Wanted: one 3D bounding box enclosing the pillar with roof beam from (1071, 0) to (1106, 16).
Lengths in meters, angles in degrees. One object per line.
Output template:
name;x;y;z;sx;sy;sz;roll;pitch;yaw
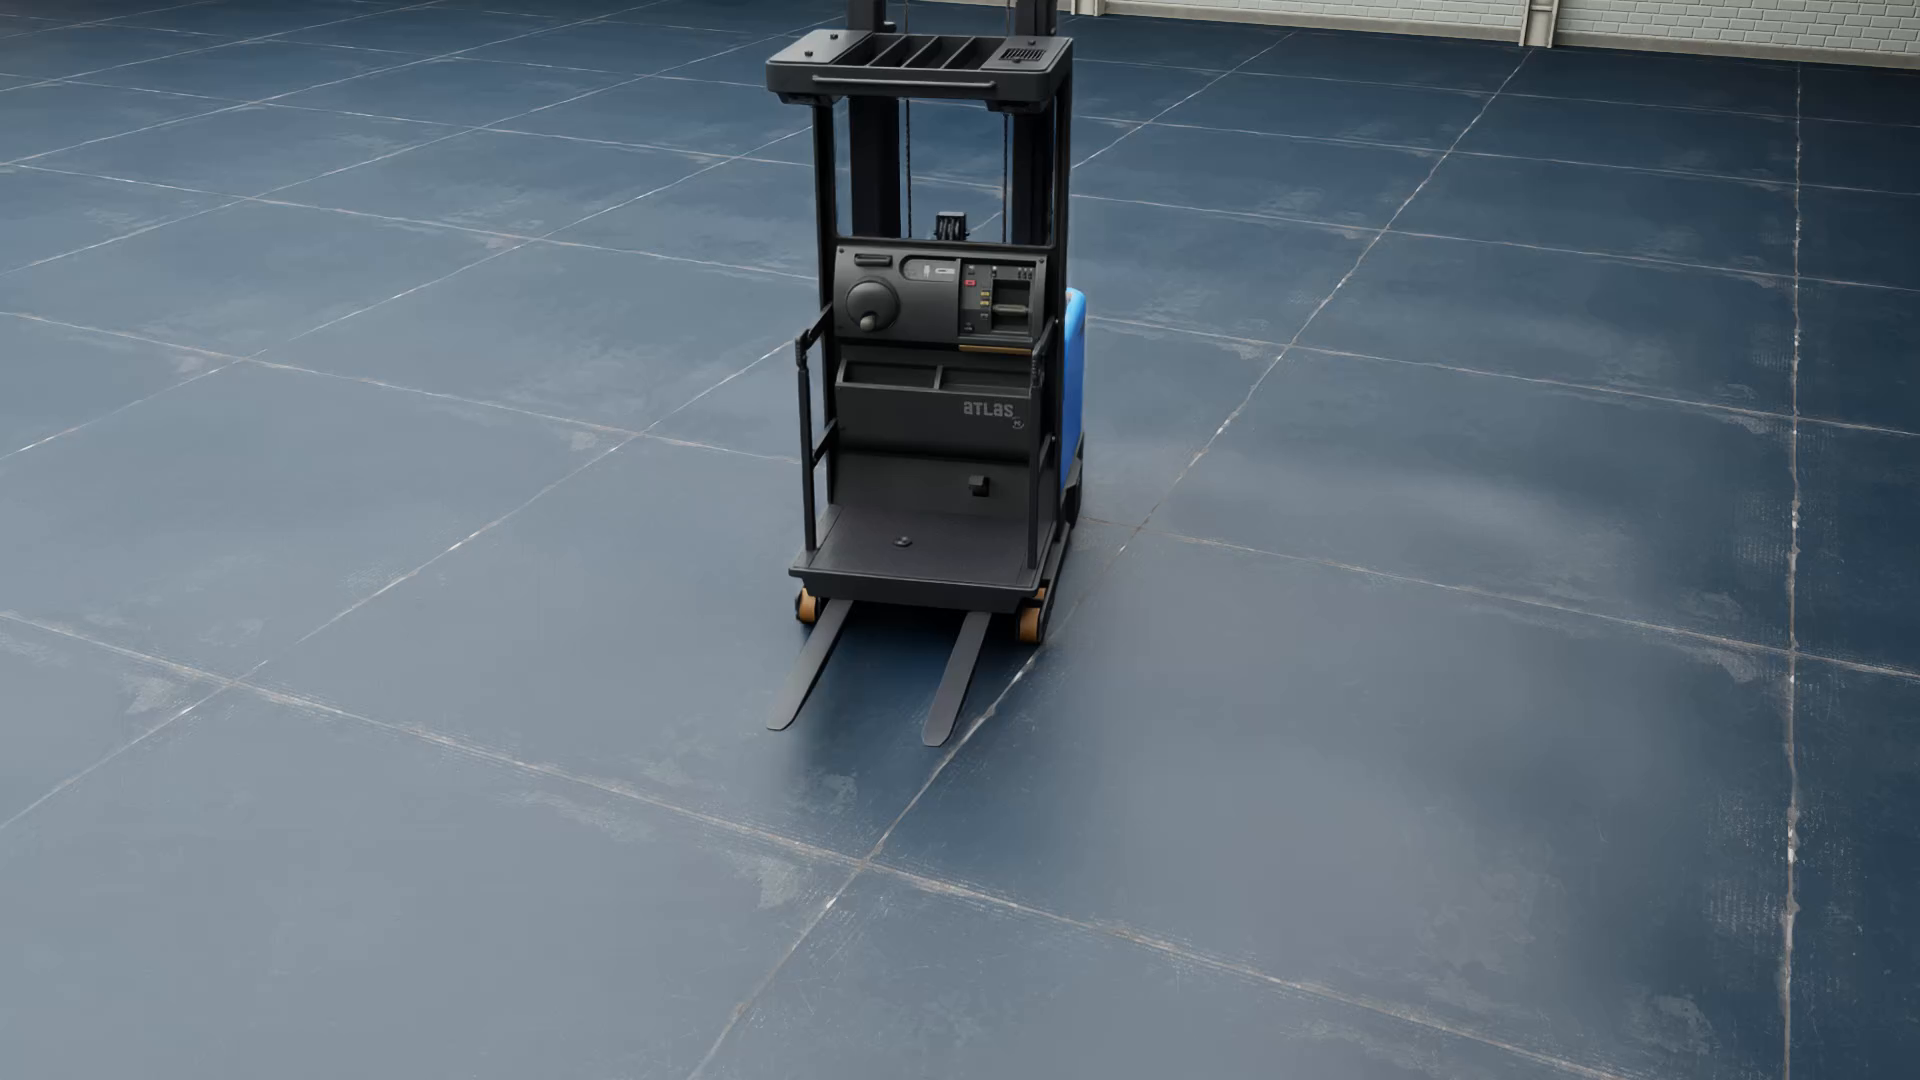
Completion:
pillar with roof beam;-0.003;-9.621;17.603;0.400;9.000;9.100;11;28;22

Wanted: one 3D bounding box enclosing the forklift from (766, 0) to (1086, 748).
forklift;-0.125;-1.031;7.026;1.130;2.935;3.031;5;27;9

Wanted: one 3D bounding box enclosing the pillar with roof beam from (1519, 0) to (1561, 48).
pillar with roof beam;5.459;-8.524;15.375;0.400;9.000;9.100;11;28;22

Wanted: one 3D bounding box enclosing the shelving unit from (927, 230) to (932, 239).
shelving unit;-0.280;-1.088;9.133;0.258;1.200;0.189;0;1;1

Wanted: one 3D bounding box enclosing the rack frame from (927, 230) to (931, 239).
rack frame;-0.282;-1.086;9.042;0.240;1.200;0.006;0;1;1
